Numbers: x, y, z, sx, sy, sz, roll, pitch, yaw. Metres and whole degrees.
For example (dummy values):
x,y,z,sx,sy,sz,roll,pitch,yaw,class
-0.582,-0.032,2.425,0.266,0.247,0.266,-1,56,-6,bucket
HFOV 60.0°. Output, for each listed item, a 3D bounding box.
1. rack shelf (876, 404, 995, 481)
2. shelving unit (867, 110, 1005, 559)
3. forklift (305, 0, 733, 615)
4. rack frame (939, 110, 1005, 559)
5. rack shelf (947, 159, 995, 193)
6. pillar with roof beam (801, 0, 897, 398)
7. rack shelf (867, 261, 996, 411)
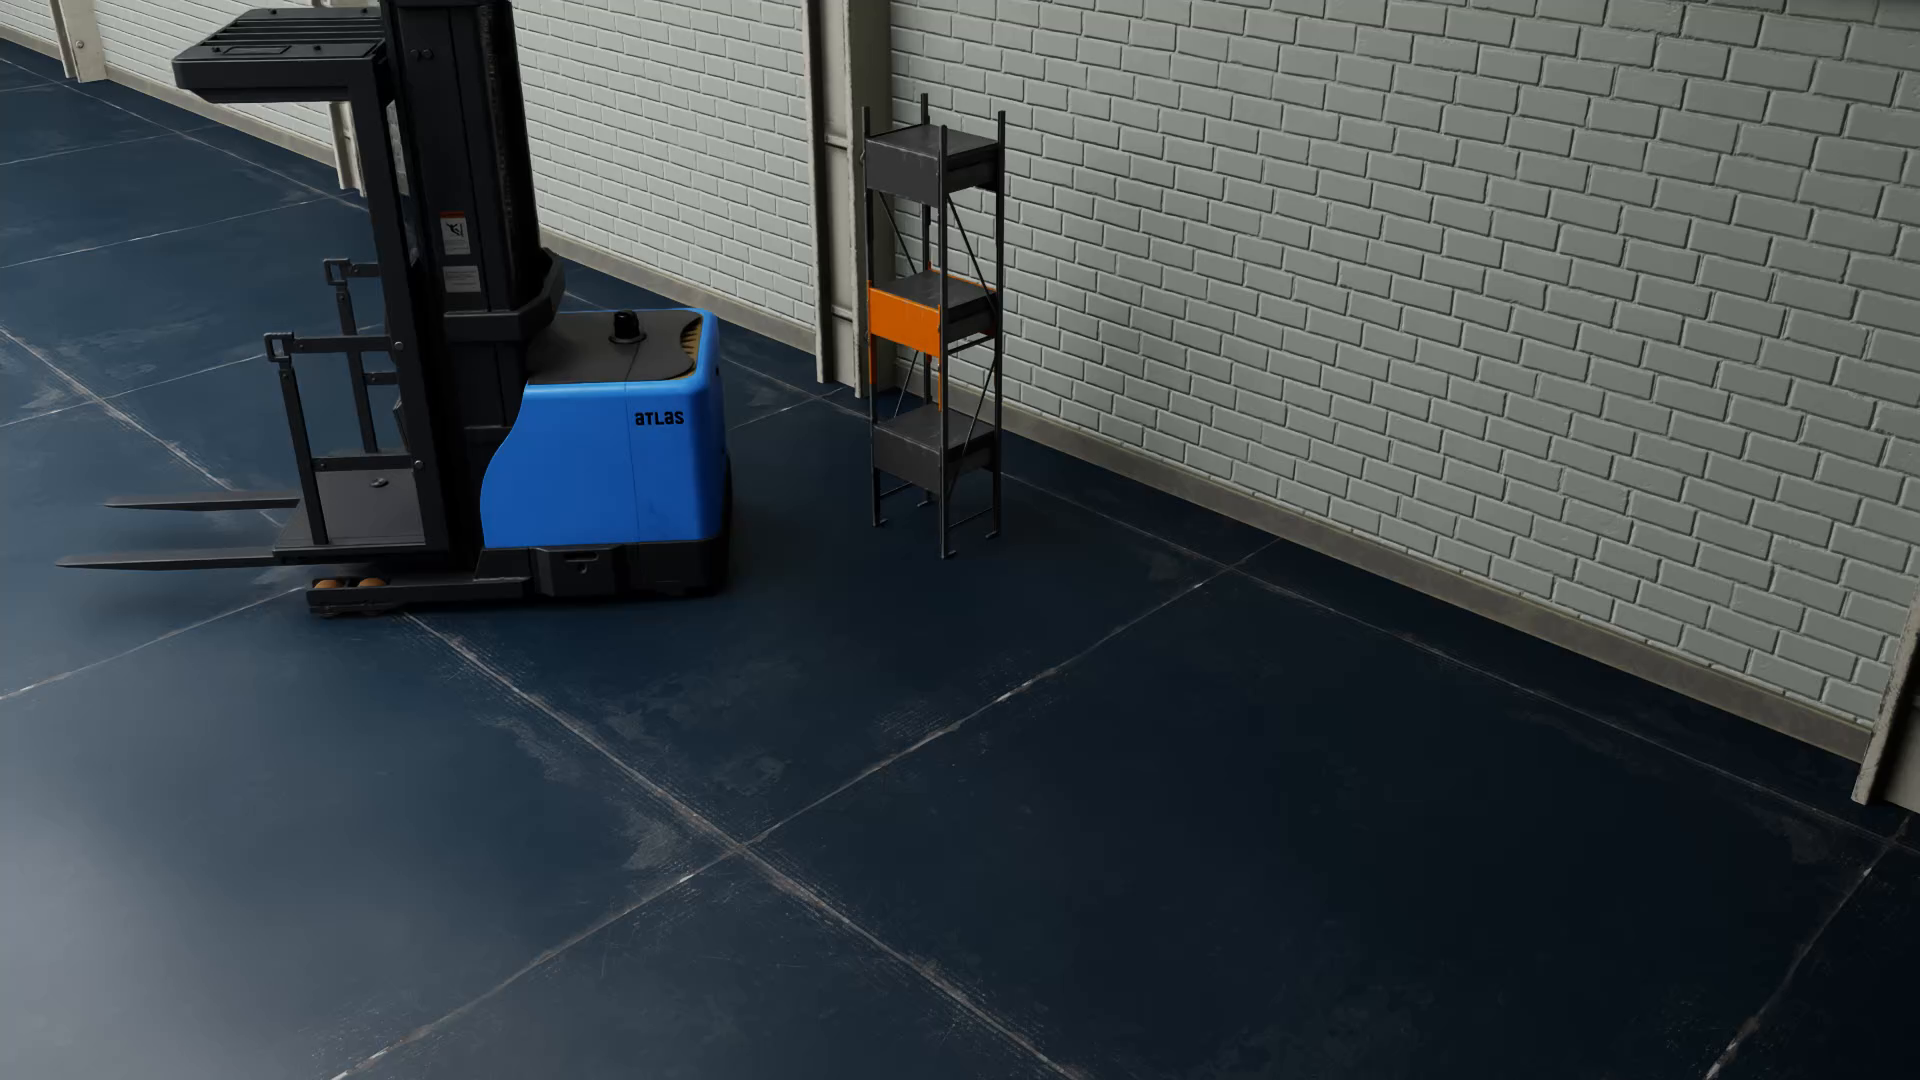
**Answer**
x,y,z,sx,sy,sz,roll,pitch,yaw,class
-0.118,-0.473,8.132,0.457,0.174,0.368,25,36,38,rack shelf
-0.114,-0.981,7.860,0.492,2.100,0.431,25,36,38,shelving unit
-2.640,-1.204,7.390,3.031,2.935,1.130,-2,28,-4,forklift
0.056,-0.904,7.713,0.015,2.100,0.400,25,36,38,rack frame
-0.118,-1.680,7.498,0.442,0.100,0.332,25,36,38,rack shelf
-3.639,-3.506,5.249,0.400,9.000,9.100,25,36,38,pillar with roof beam
-0.118,-0.971,7.870,0.480,0.518,0.431,25,36,38,rack shelf
